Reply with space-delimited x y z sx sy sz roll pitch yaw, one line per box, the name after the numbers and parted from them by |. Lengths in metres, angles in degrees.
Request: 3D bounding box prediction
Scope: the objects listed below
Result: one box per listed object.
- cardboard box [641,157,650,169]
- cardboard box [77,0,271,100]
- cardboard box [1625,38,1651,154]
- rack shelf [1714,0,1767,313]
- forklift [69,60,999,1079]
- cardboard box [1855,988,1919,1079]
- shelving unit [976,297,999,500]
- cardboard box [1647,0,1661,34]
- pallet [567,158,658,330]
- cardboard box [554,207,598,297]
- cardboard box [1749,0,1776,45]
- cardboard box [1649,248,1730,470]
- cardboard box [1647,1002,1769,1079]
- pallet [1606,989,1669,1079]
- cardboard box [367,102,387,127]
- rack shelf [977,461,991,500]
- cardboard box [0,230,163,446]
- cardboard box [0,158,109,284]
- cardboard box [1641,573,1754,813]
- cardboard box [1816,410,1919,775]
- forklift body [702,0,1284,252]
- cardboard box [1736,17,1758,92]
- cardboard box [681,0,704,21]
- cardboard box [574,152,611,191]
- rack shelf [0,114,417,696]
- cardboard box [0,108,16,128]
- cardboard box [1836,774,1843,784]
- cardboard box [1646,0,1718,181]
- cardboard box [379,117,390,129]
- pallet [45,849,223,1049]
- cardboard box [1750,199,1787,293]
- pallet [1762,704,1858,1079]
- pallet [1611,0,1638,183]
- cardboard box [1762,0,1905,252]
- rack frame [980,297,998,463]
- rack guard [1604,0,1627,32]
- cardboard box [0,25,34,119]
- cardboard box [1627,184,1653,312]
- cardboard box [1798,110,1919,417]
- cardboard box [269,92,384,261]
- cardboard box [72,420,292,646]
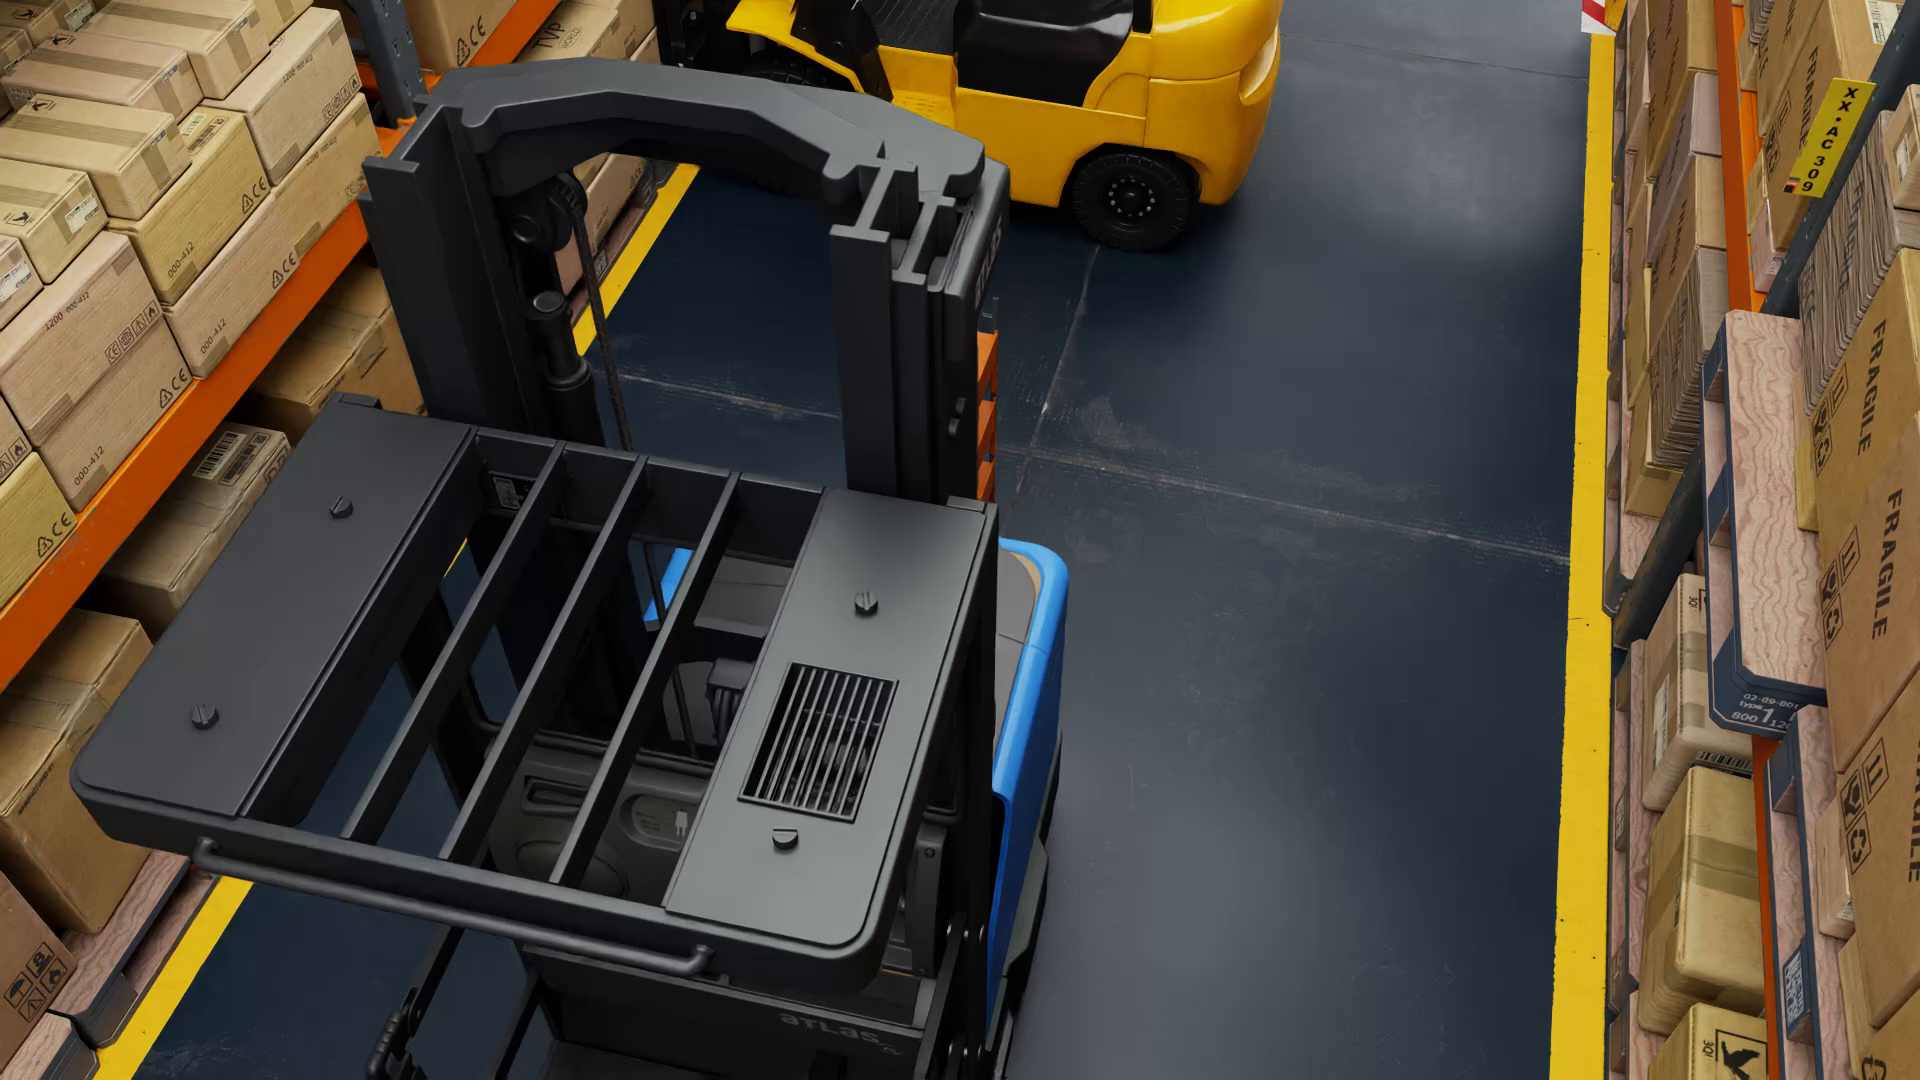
-1.473 -1.818 6.907 0.500 0.250 0.500 12 50 11 | cardboard box
-2.085 -1.325 4.420 0.380 0.149 0.250 11 49 9 | cardboard box
3.063 -1.808 6.899 0.500 0.250 0.500 13 50 11 | cardboard box
3.157 -1.791 5.810 1.077 0.370 4.000 12 50 10 | rack shelf
-0.542 0.756 3.128 1.121 2.935 3.031 10 49 9 | forklift
1.687 0.916 2.396 0.500 0.500 0.500 9 49 7 | cardboard box
-0.014 -0.309 5.322 0.215 1.050 0.252 12 50 10 | shelving unit
3.199 -2.406 6.927 0.500 0.500 0.500 10 49 9 | cardboard box
-1.909 -1.203 6.671 1.003 0.211 1.213 12 50 10 | pallet
-1.712 -1.072 6.250 0.500 0.250 0.500 12 50 10 | cardboard box
2.769 -1.834 5.103 0.500 0.500 0.500 13 50 11 | cardboard box
2.528 -0.540 5.280 0.500 0.500 0.500 11 49 10 | cardboard box
2.128 1.552 3.852 0.950 0.372 0.625 13 50 11 | cardboard box
2.108 1.789 4.030 1.003 0.211 1.213 12 50 10 | pallet
-2.216 -1.513 5.972 0.500 0.250 0.500 12 50 11 | cardboard box
-0.014 -0.163 5.487 0.184 0.087 0.229 12 50 10 | rack shelf
-2.310 -0.527 3.981 0.500 0.250 0.500 12 50 11 | cardboard box
-2.271 -0.765 3.925 0.380 0.149 0.250 10 49 9 | cardboard box
2.495 0.528 4.756 0.950 0.372 0.625 12 50 11 | cardboard box
1.956 0.147 3.074 0.500 0.500 0.500 11 50 10 | cardboard box
0.155 -2.440 6.469 2.313 2.155 1.214 12 50 10 | forklift body
2.686 -1.527 5.265 0.380 0.149 0.250 11 49 9 | cardboard box
-1.325 -2.333 7.029 0.500 0.250 0.500 11 50 10 | cardboard box
-1.603 -1.607 6.388 0.500 0.250 0.500 11 50 10 | cardboard box
-2.685 0.126 4.118 1.077 0.370 4.000 12 50 10 | rack shelf
-2.682 -0.997 4.396 0.500 0.250 0.500 11 50 10 | cardboard box
1.931 0.455 3.235 0.380 0.149 0.250 12 50 10 | cardboard box
2.926 -1.666 6.273 0.500 0.500 0.500 12 50 11 | cardboard box
-1.729 -1.407 5.878 0.500 0.250 0.500 11 49 9 | cardboard box
-2.634 0.790 4.912 1.003 0.211 1.213 12 50 10 | pallet
2.422 -0.792 4.615 0.380 0.149 0.250 11 50 10 | cardboard box
2.060 0.935 3.052 1.003 0.211 1.213 12 50 10 | pallet
3.416 -1.917 7.301 1.003 0.211 1.213 12 50 10 | pallet
2.508 -1.084 4.441 0.500 0.500 0.500 10 49 9 | cardboard box
0.018 -0.397 5.400 0.200 1.050 0.008 12 50 10 | rack frame
3.664 -2.593 7.705 1.175 0.500 0.348 12 50 10 | rack guard
-2.646 -1.230 4.336 0.380 0.149 0.250 11 50 10 | cardboard box
2.796 -1.046 6.226 0.500 0.250 0.500 12 50 11 | cardboard box
2.231 -0.570 3.707 0.500 0.500 0.500 13 50 11 | cardboard box
-2.039 -1.093 4.814 0.500 0.250 0.500 13 50 11 | cardboard box
-2.497 0.027 5.029 0.875 0.625 0.625 11 50 10 | cardboard box
